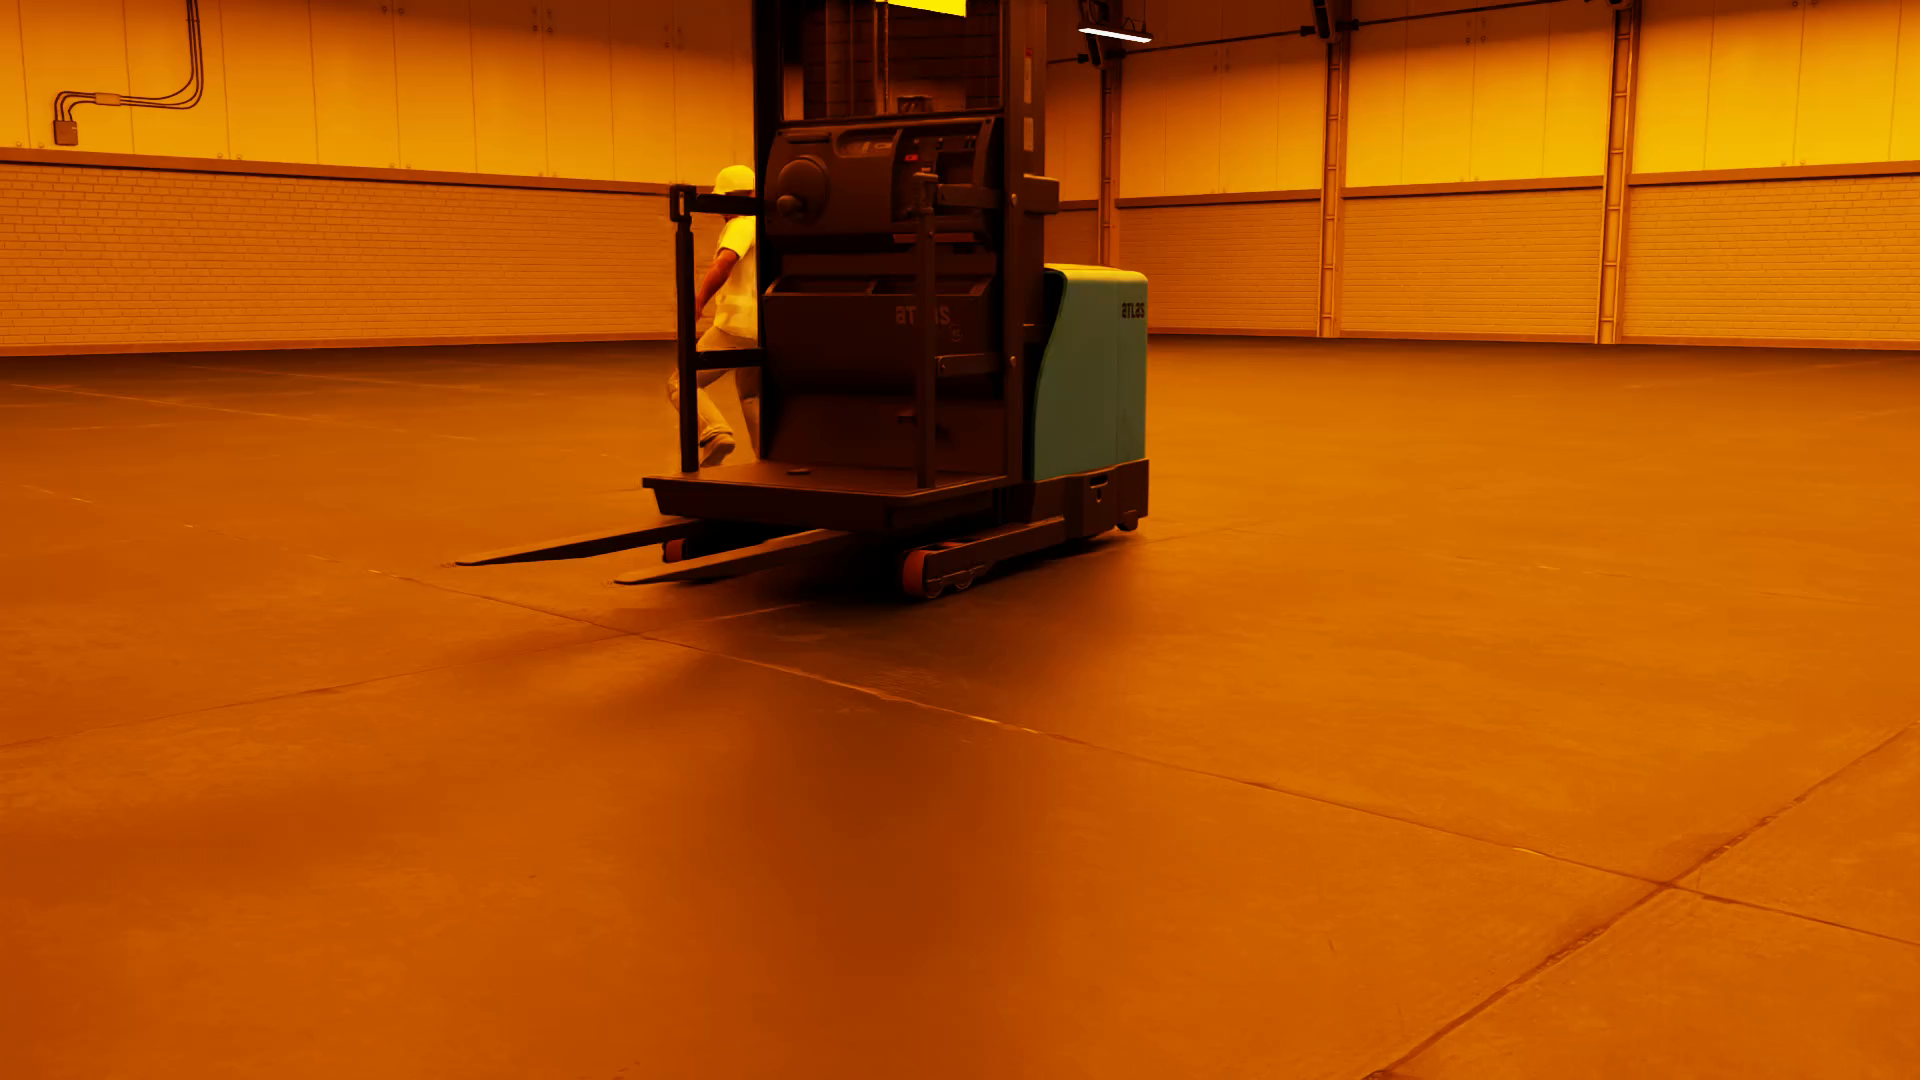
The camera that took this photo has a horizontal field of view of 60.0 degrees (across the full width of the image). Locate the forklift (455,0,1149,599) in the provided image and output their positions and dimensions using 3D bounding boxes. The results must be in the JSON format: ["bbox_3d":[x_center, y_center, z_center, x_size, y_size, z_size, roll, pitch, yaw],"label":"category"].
[{"bbox_3d":[-0.401,-1.333,5.727,1.130,2.935,3.031,5,10,30],"label":"forklift"}]

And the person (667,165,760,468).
[{"bbox_3d":[-1.106,-1.079,8.504,0.524,1.646,1.039,6,11,37],"label":"person"}]
